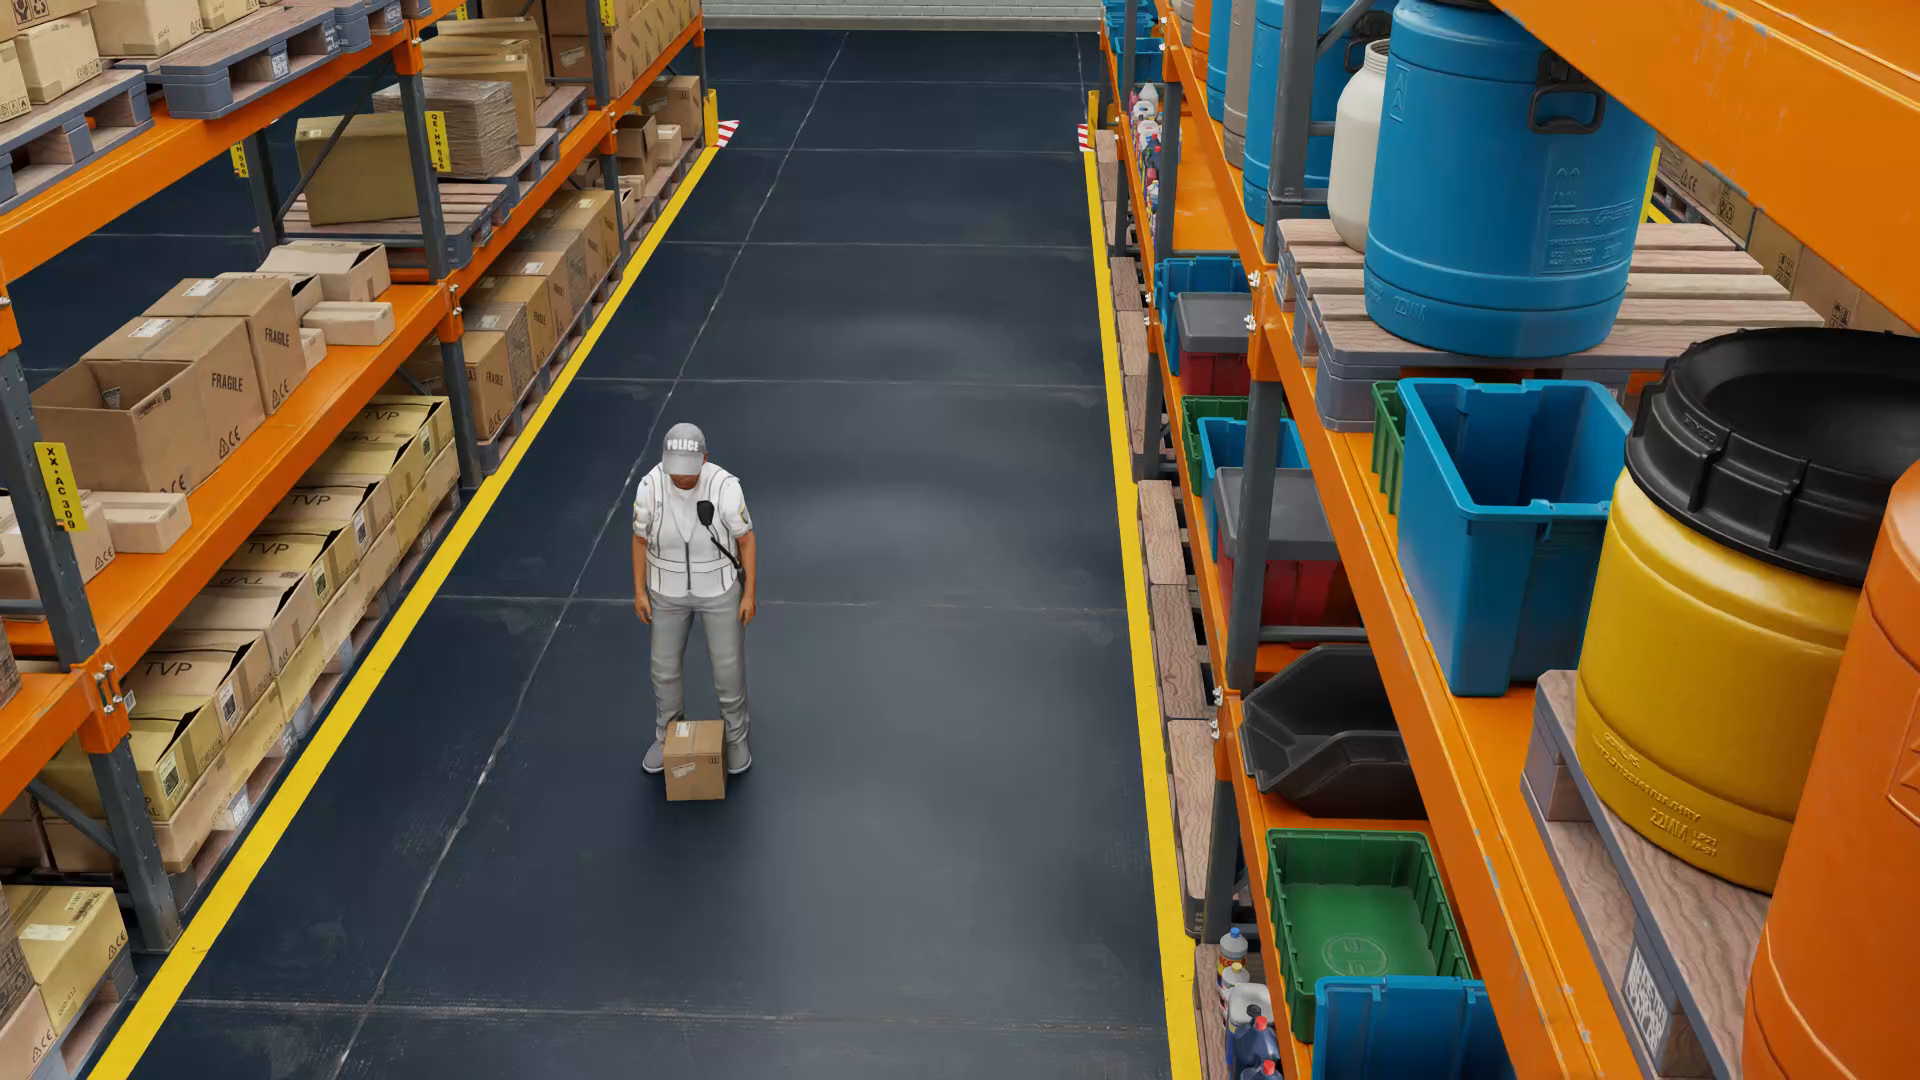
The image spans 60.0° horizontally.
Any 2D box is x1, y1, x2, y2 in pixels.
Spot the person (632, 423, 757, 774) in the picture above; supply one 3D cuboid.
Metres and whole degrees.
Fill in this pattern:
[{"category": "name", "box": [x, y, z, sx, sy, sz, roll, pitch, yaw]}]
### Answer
[{"category": "person", "box": [-1.149, 0.242, 7.162, 0.552, 1.666, 0.472, 0, 28, 1]}]
